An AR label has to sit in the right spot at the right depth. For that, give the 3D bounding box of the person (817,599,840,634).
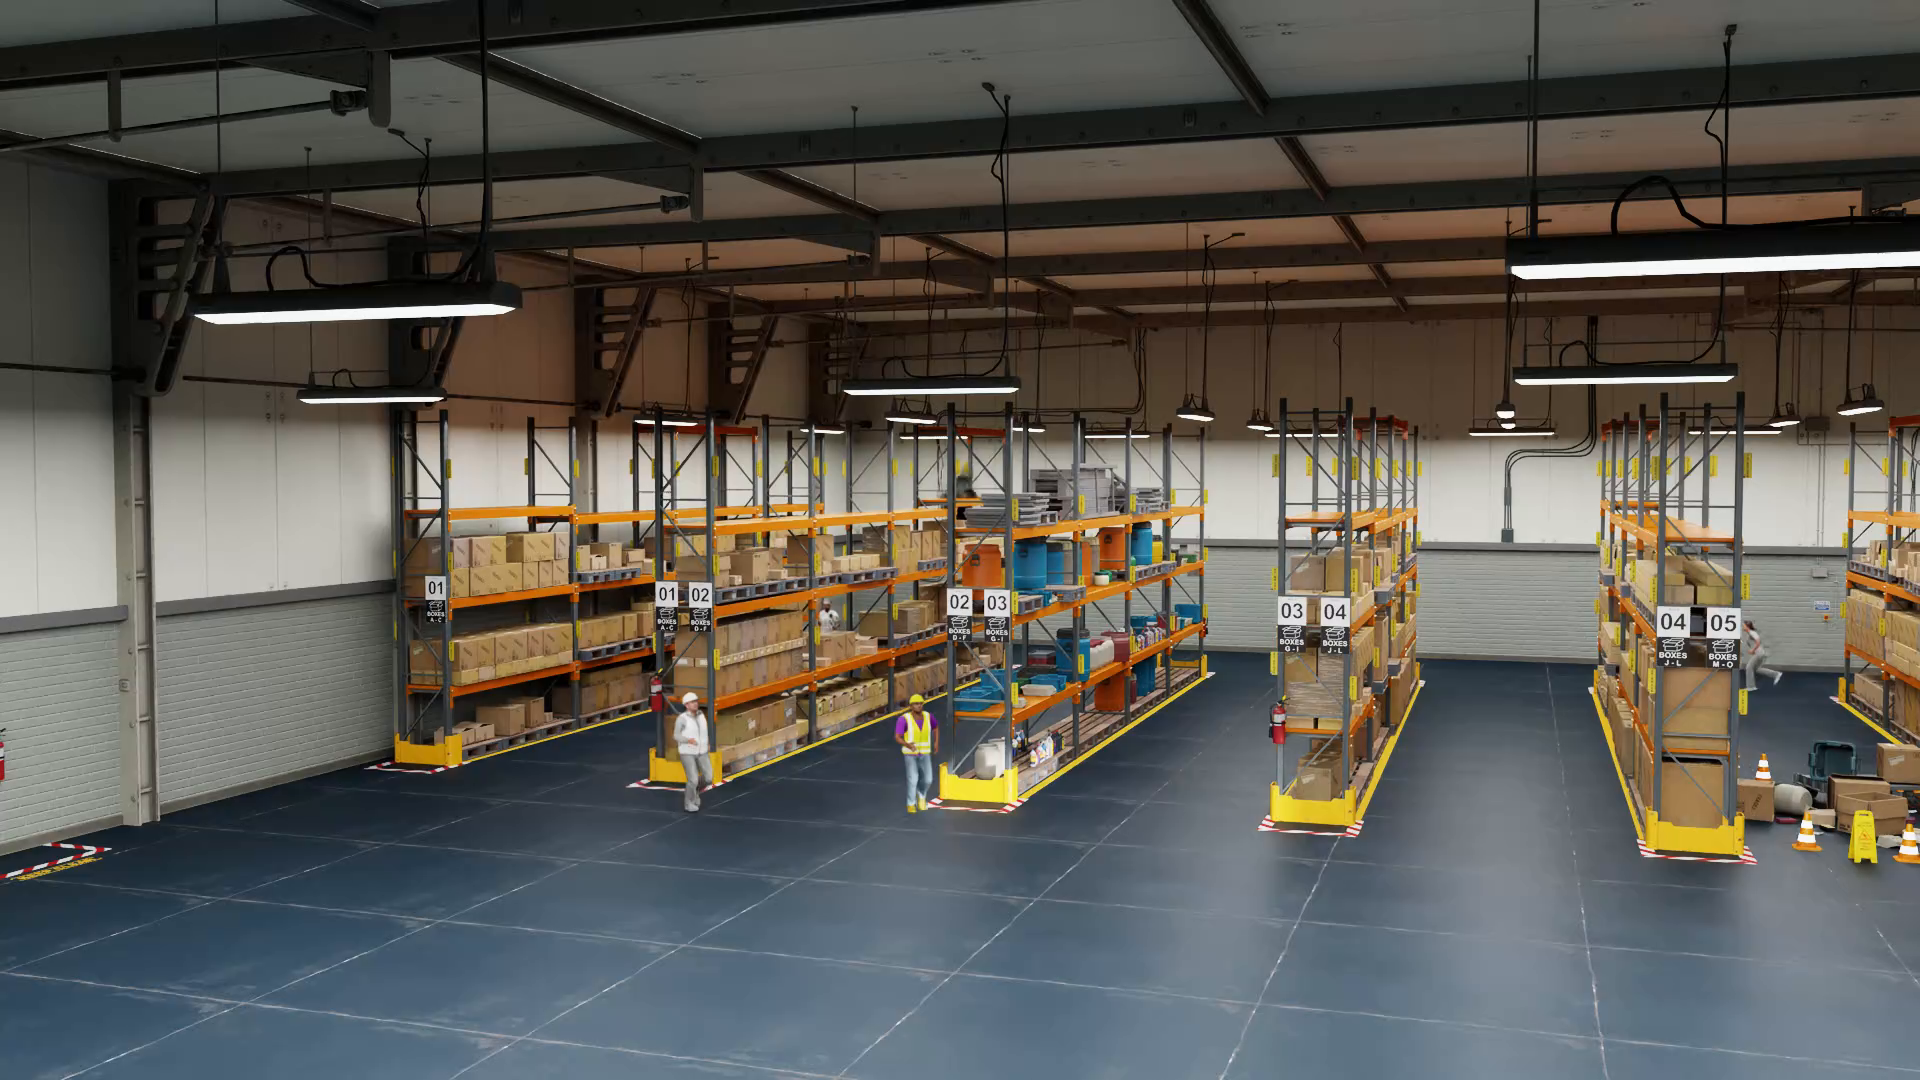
[{"bbox_3d":[-3.133,2.220,39.311,0.555,1.663,0.492,1,3,13],"label":"person"}]

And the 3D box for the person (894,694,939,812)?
[{"bbox_3d":[-0.588,3.095,24.065,0.728,1.732,0.608,-1,3,-19],"label":"person"}]

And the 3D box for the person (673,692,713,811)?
[{"bbox_3d":[-3.839,3.089,24.213,0.650,1.726,0.581,-2,3,-42],"label":"person"}]

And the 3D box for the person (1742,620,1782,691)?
[{"bbox_3d":[18.027,2.619,37.385,0.849,1.613,0.563,1,3,15],"label":"person"}]
